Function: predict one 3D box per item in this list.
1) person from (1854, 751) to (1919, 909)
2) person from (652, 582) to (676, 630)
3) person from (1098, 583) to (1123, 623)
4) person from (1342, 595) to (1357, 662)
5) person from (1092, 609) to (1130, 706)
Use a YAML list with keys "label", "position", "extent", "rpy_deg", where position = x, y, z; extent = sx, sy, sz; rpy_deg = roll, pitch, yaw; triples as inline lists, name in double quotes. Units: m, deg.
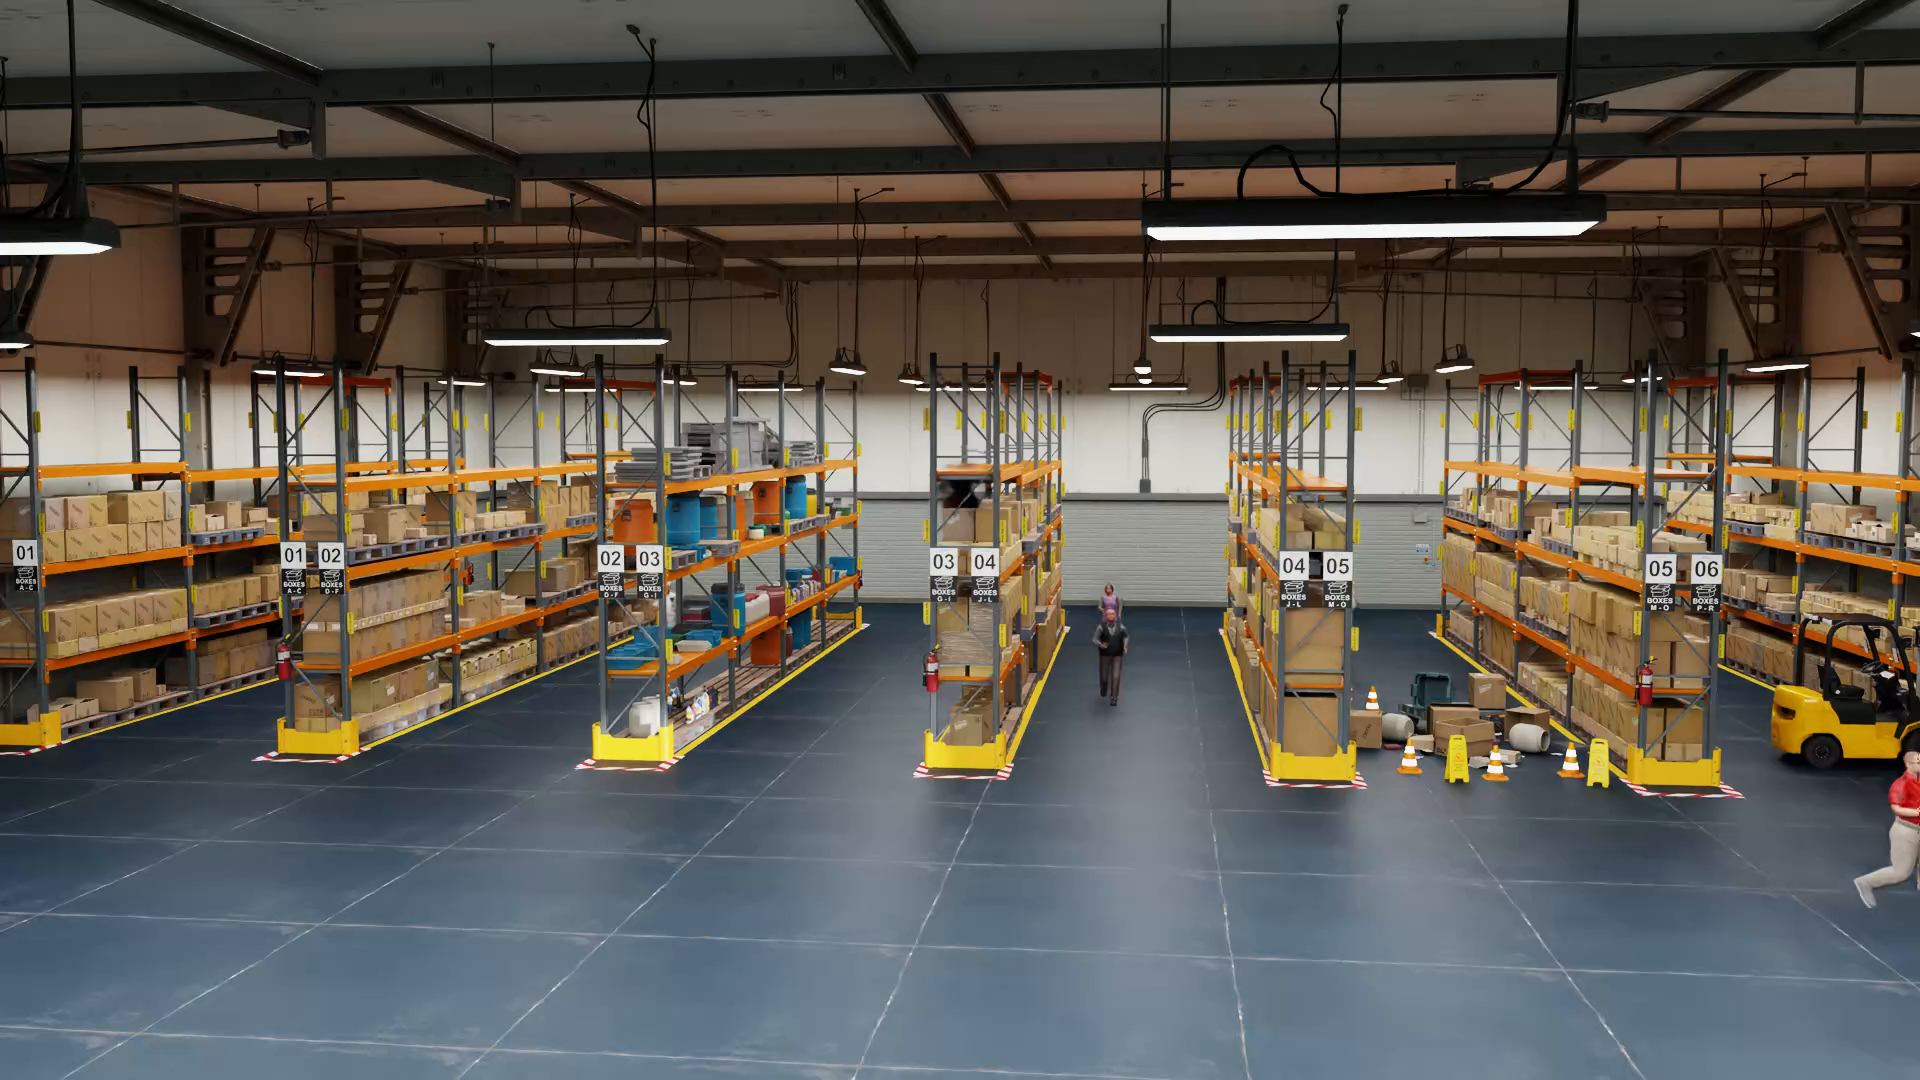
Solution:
- label: "person"
  position: [9.485, 2.950, 16.598]
  extent: [0.668, 1.704, 0.960]
  rpy_deg: [-2, 5, -32]
- label: "person"
  position: [-6.114, 1.687, 34.690]
  extent: [0.607, 1.649, 0.938]
  rpy_deg: [0, 4, 3]
- label: "person"
  position: [3.180, 1.705, 35.272]
  extent: [0.511, 1.567, 0.631]
  rpy_deg: [1, 4, 8]
- label: "person"
  position: [7.877, 1.710, 34.321]
  extent: [0.656, 1.790, 1.009]
  rpy_deg: [1, 4, 8]
- label: "person"
  position: [2.688, 2.071, 29.527]
  extent: [0.667, 1.692, 0.824]
  rpy_deg: [0, 4, 1]
